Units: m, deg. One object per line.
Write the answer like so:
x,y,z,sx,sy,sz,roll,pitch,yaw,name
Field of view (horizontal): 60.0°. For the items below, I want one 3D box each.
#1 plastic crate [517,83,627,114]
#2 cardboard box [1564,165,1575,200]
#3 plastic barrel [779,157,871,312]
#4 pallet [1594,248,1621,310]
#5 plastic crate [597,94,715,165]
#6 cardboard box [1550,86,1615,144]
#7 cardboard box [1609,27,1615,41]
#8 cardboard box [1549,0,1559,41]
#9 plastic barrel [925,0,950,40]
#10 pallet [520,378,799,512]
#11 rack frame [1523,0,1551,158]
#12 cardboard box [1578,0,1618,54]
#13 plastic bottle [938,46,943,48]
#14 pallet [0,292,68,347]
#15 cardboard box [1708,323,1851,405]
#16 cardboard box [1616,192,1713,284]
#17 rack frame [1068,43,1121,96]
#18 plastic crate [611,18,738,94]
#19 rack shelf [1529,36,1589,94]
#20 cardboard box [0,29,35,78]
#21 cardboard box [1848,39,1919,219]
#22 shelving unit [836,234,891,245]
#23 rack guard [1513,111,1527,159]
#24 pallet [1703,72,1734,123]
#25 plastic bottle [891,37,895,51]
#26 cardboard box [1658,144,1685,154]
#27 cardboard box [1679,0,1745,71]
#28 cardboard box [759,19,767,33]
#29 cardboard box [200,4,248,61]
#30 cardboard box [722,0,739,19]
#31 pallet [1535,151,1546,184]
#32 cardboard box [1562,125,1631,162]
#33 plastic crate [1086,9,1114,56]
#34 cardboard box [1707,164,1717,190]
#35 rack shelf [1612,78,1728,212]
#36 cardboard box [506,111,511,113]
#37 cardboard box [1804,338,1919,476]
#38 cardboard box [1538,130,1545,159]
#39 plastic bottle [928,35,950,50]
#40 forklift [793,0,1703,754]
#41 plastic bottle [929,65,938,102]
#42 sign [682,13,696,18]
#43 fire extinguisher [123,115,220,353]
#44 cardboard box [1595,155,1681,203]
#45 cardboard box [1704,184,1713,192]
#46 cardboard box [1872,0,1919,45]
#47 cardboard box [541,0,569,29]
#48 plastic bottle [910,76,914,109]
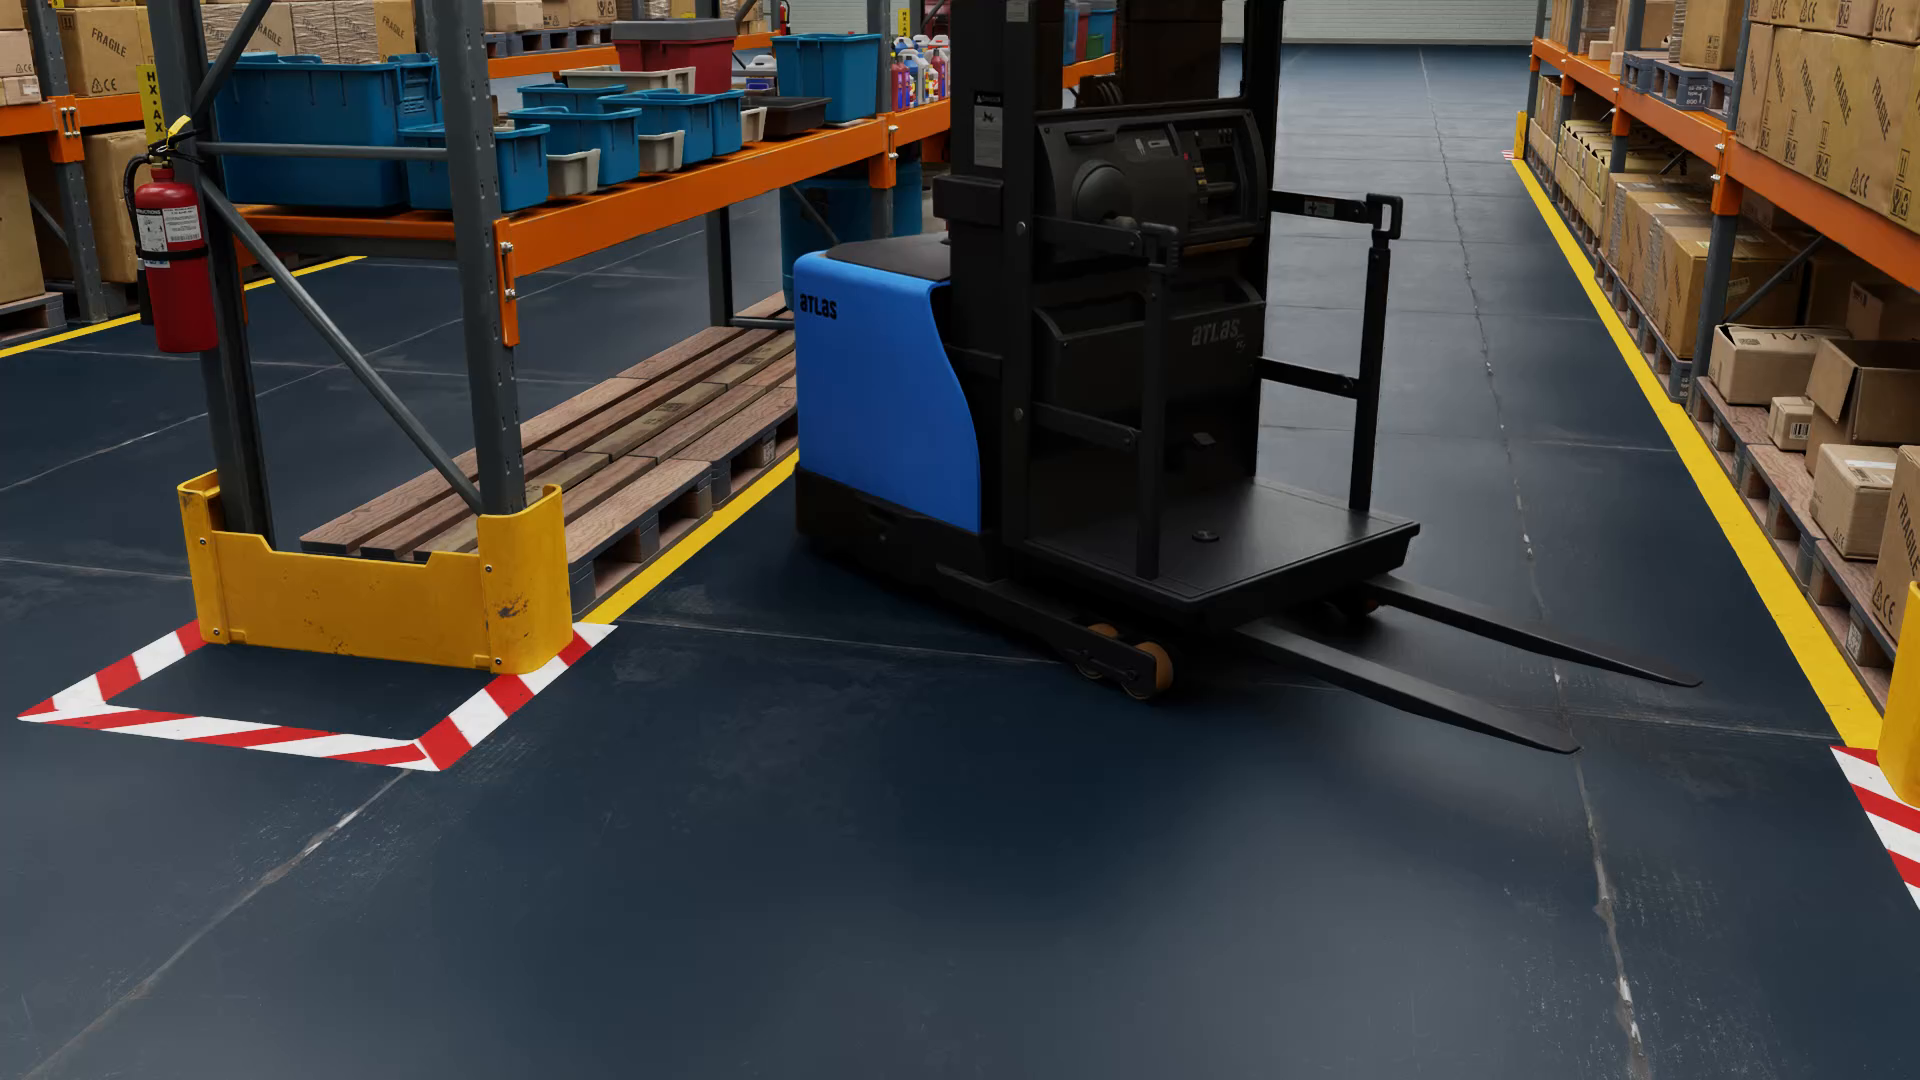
-1.571,-1.730,6.778,0.416,0.233,0.300,5,19,13,plastic crate
5.321,-2.954,13.799,0.500,0.250,0.500,4,19,12,cardboard box
-0.697,-1.746,9.254,0.600,0.901,0.708,5,19,13,plastic barrel
4.714,-1.682,10.784,1.003,0.211,1.213,5,19,13,pallet
-1.123,-1.530,6.193,0.416,0.233,0.300,5,19,13,plastic crate
5.945,-4.057,15.868,0.500,0.500,0.500,5,19,13,cardboard box
5.832,-4.257,14.243,0.500,0.250,0.500,6,20,17,cardboard box
6.761,-5.642,17.909,0.700,0.500,0.500,5,19,13,cardboard box
-0.050,-3.858,12.632,0.600,0.536,0.708,5,19,13,plastic barrel
-1.285,-0.434,7.132,1.003,0.211,1.213,5,19,13,pallet
6.887,-5.740,18.351,1.000,3.000,0.127,5,19,13,rack frame
6.012,-4.673,15.073,0.700,0.500,0.500,4,19,12,cardboard box
-0.119,-2.894,10.220,0.097,0.271,0.097,0,19,0,plastic bottle
-5.911,-1.210,9.404,1.003,0.211,1.213,5,19,13,pallet
3.643,-0.800,7.367,0.500,0.311,0.500,5,19,13,cardboard box
4.295,-1.816,10.050,0.500,0.500,0.500,4,19,13,cardboard box
1.108,-4.878,15.829,1.000,3.000,0.127,5,19,13,rack frame
-1.308,-2.169,7.707,0.402,0.464,0.583,5,19,13,plastic crate
6.399,-4.772,16.632,1.077,0.370,4.000,5,19,13,rack shelf
-5.503,-2.673,9.143,0.500,0.250,0.500,4,19,12,cardboard box
3.074,-1.253,5.060,0.500,0.500,0.500,5,19,14,cardboard box
-0.304,-0.624,6.390,0.252,1.050,0.215,-16,24,-39,shelving unit
6.893,-4.564,18.777,1.175,0.500,0.348,5,19,13,rack guard
4.257,-2.129,8.078,1.003,0.211,1.213,5,19,13,pallet
-0.479,-3.276,11.318,0.061,0.283,0.133,5,19,13,plastic bottle
5.593,-2.861,12.660,0.500,0.311,0.500,4,19,12,cardboard box
4.327,-2.783,8.891,0.700,0.500,0.500,0,19,-1,cardboard box
-2.587,-6.299,20.376,0.380,0.149,0.250,5,19,13,cardboard box
-5.050,-3.248,10.902,0.500,0.500,0.500,4,19,12,cardboard box
-3.049,-6.221,19.147,0.875,0.500,0.500,5,19,13,cardboard box
6.441,-3.796,16.974,1.003,0.211,1.213,5,19,13,pallet
5.440,-3.382,14.186,0.500,0.311,0.500,4,19,13,cardboard box
1.140,-4.500,14.747,0.392,0.384,0.575,5,19,13,plastic crate
4.922,-2.283,10.256,0.500,0.250,0.500,5,20,15,cardboard box
4.444,-2.265,9.291,1.077,0.370,4.000,5,19,13,rack shelf
-4.001,-3.956,16.315,0.700,0.500,0.500,5,19,13,cardboard box
3.501,-0.416,5.946,0.797,0.503,0.637,5,19,13,cardboard box
6.173,-4.017,16.911,0.500,0.250,0.500,5,19,13,cardboard box
-0.141,-3.444,11.821,0.152,0.276,0.135,5,19,13,plastic bottle
0.738,-1.107,4.893,1.130,2.935,3.031,-15,24,-38,forklift
-0.172,-2.602,9.471,0.097,0.201,0.097,0,19,0,plastic bottle
-1.380,-2.546,8.572,0.100,0.325,0.005,5,19,13,sign
-2.302,-0.893,4.857,0.296,0.674,0.183,5,19,13,fire extinguisher
4.822,-2.579,11.833,0.500,0.311,0.500,5,20,15,cardboard box
4.932,-1.946,10.430,0.500,0.500,0.500,5,20,16,cardboard box
3.065,-1.728,4.903,0.500,0.500,0.500,5,20,15,cardboard box
-4.029,-4.966,15.278,0.797,0.503,0.637,7,20,19,cardboard box
-0.300,-2.437,8.990,0.097,0.201,0.097,0,19,0,plastic bottle
